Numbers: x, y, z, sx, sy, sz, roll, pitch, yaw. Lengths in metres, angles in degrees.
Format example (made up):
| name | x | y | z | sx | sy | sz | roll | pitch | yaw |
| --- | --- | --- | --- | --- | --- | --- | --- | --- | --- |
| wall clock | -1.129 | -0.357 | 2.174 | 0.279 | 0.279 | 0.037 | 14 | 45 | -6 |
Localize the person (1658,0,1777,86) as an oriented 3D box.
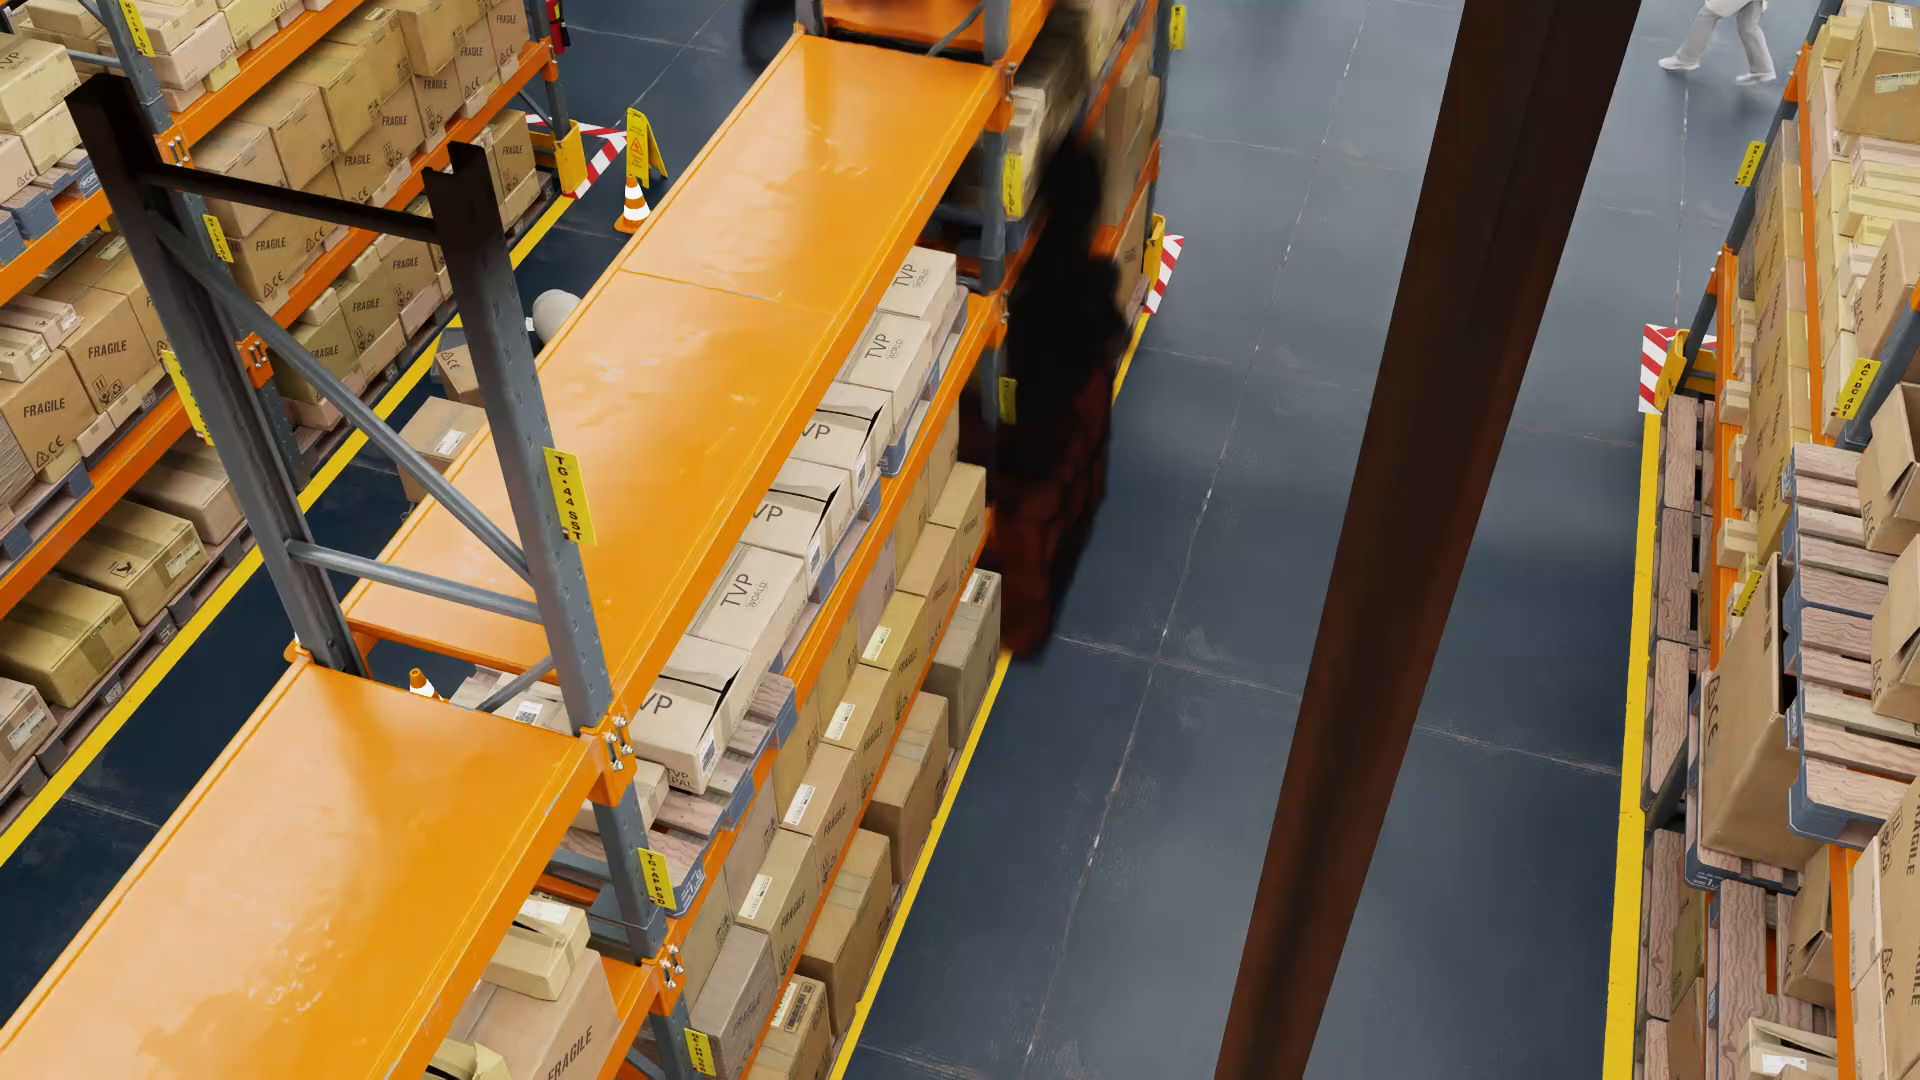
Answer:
| name | x | y | z | sx | sy | sz | roll | pitch | yaw |
| --- | --- | --- | --- | --- | --- | --- | --- | --- | --- |
| person | 6.910 | -4.841 | 14.603 | 0.660 | 1.802 | 1.017 | -30 | 53 | -26 |
